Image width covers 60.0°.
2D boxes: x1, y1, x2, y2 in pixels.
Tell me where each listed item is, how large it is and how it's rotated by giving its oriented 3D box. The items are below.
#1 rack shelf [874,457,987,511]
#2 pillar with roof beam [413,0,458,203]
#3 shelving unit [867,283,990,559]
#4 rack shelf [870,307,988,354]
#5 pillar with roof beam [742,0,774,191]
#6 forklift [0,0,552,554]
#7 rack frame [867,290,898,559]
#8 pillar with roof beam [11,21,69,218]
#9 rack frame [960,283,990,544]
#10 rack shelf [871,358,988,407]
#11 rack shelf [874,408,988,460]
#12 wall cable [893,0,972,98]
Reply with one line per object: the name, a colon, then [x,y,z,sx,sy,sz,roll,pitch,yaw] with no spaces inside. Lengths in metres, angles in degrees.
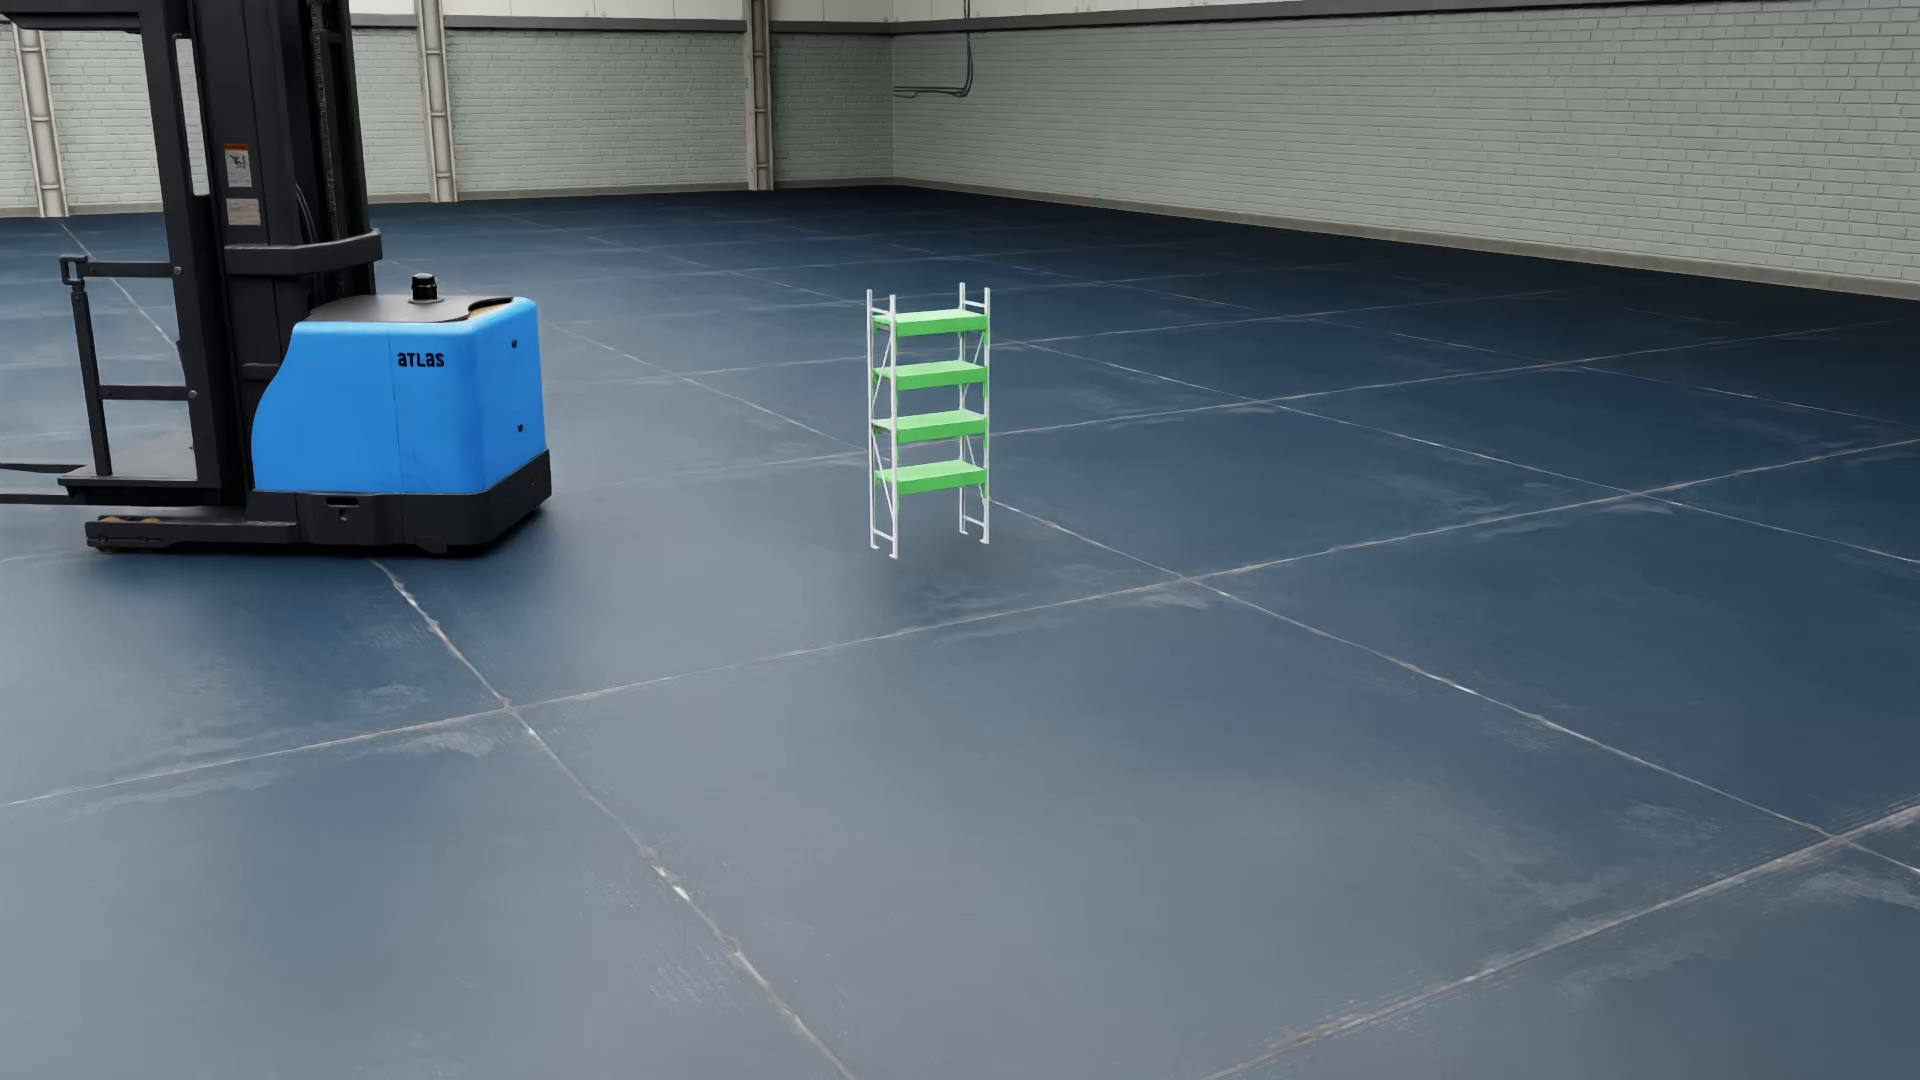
rack shelf: [-0.142,-0.262,7.748,0.480,0.148,0.258,-9,18,-30]
pillar with roof beam: [-6.736,-9.209,24.089,0.400,9.000,9.100,-9,18,-30]
shelving unit: [-0.142,-0.555,7.666,0.503,1.200,0.258,-9,18,-30]
rack shelf: [-0.142,-0.955,7.553,0.480,0.148,0.258,-9,18,-30]
pillar with roof beam: [-1.593,-10.043,27.065,0.400,9.000,9.100,-9,18,-30]
forklift: [-3.620,-1.487,7.783,3.031,2.935,1.130,1,16,4]
rack frame: [-0.351,-0.521,7.545,0.015,1.200,0.240,-9,18,-30]
pillar with roof beam: [-11.879,-8.375,21.114,0.400,9.000,9.100,-9,18,-30]
rack frame: [0.067,-0.589,7.787,0.015,1.200,0.240,-9,18,-30]
rack shelf: [-0.142,-0.724,7.618,0.480,0.148,0.258,-9,18,-30]
rack shelf: [-0.142,-0.493,7.683,0.480,0.148,0.258,-9,18,-30]
wall cable: [-0.603,-9.647,31.406,0.112,2.526,3.097,-9,18,-30]
